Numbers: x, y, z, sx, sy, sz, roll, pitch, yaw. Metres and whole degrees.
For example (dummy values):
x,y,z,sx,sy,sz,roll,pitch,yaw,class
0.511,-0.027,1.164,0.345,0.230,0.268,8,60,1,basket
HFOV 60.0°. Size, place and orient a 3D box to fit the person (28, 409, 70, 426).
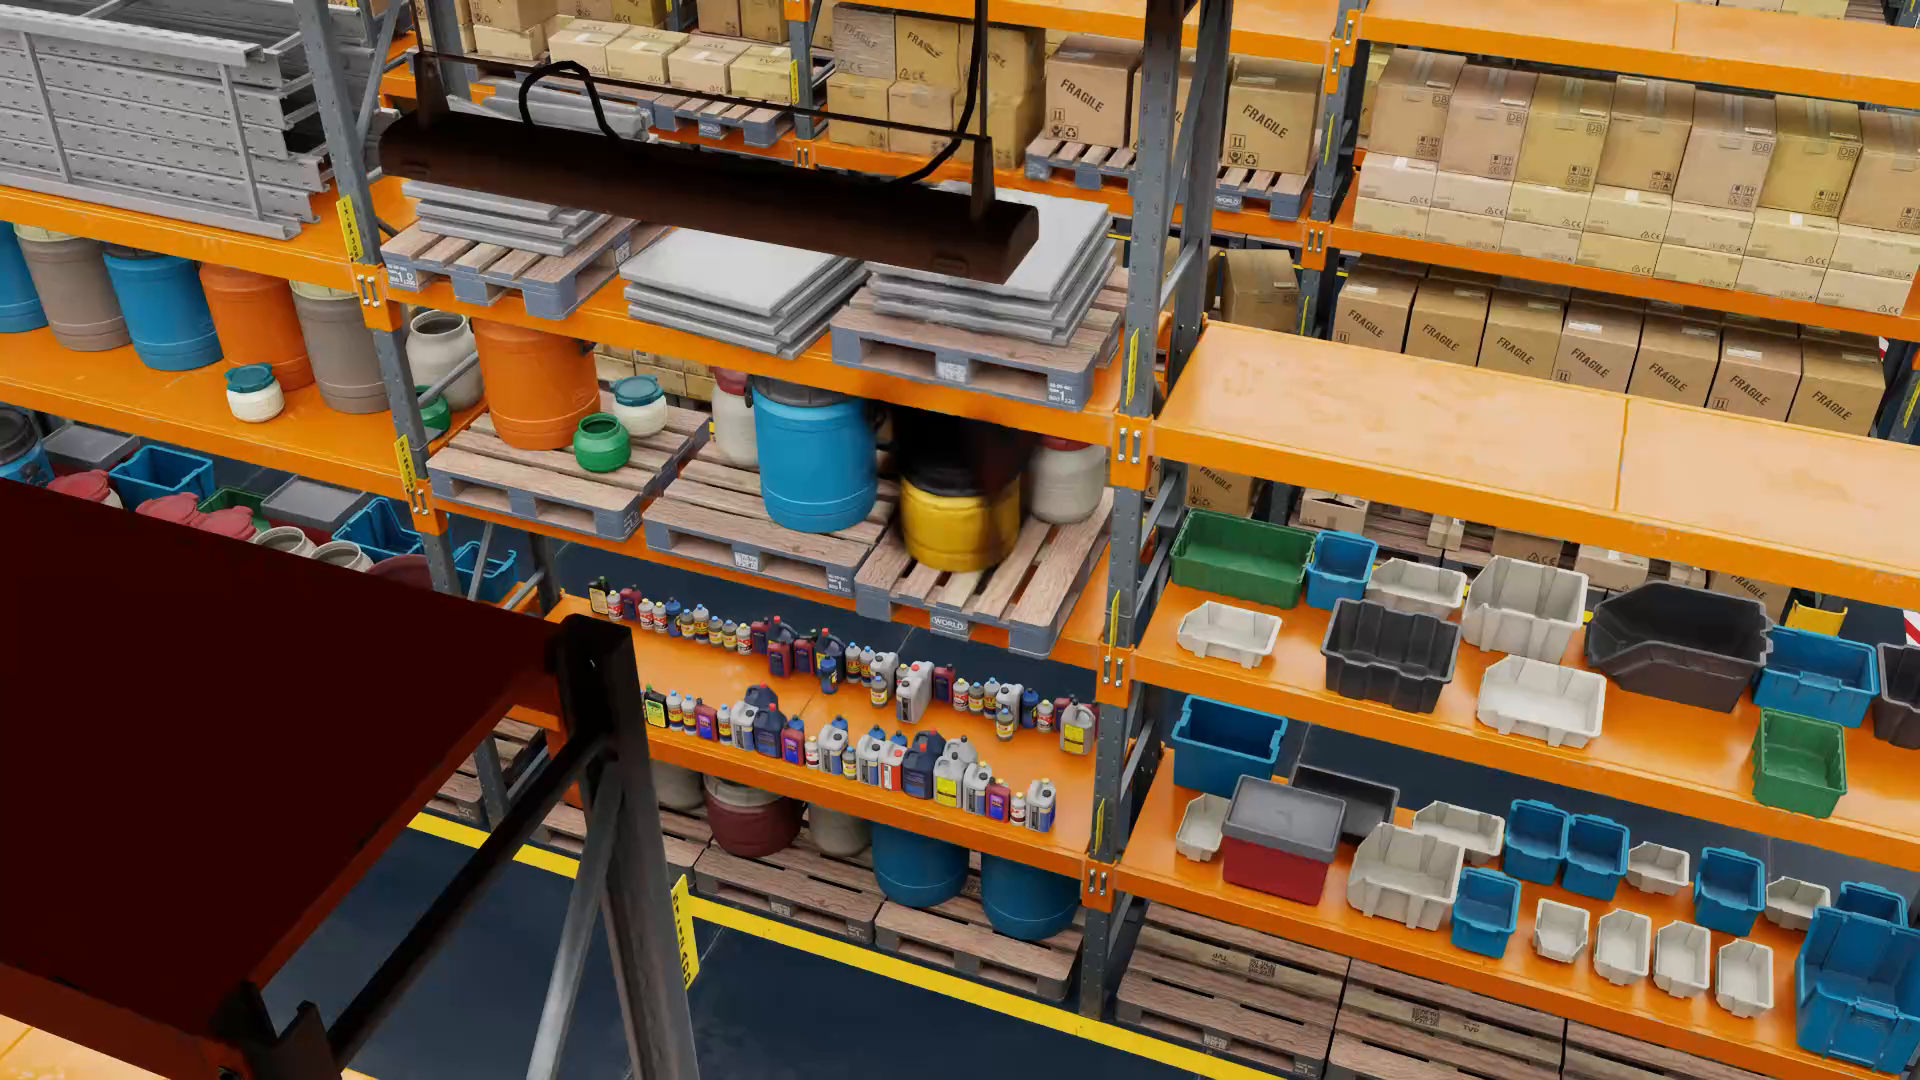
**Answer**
x,y,z,sx,sy,sz,roll,pitch,yaw,class
-7.466,-1.217,13.632,0.670,1.659,0.537,1,36,1,person
